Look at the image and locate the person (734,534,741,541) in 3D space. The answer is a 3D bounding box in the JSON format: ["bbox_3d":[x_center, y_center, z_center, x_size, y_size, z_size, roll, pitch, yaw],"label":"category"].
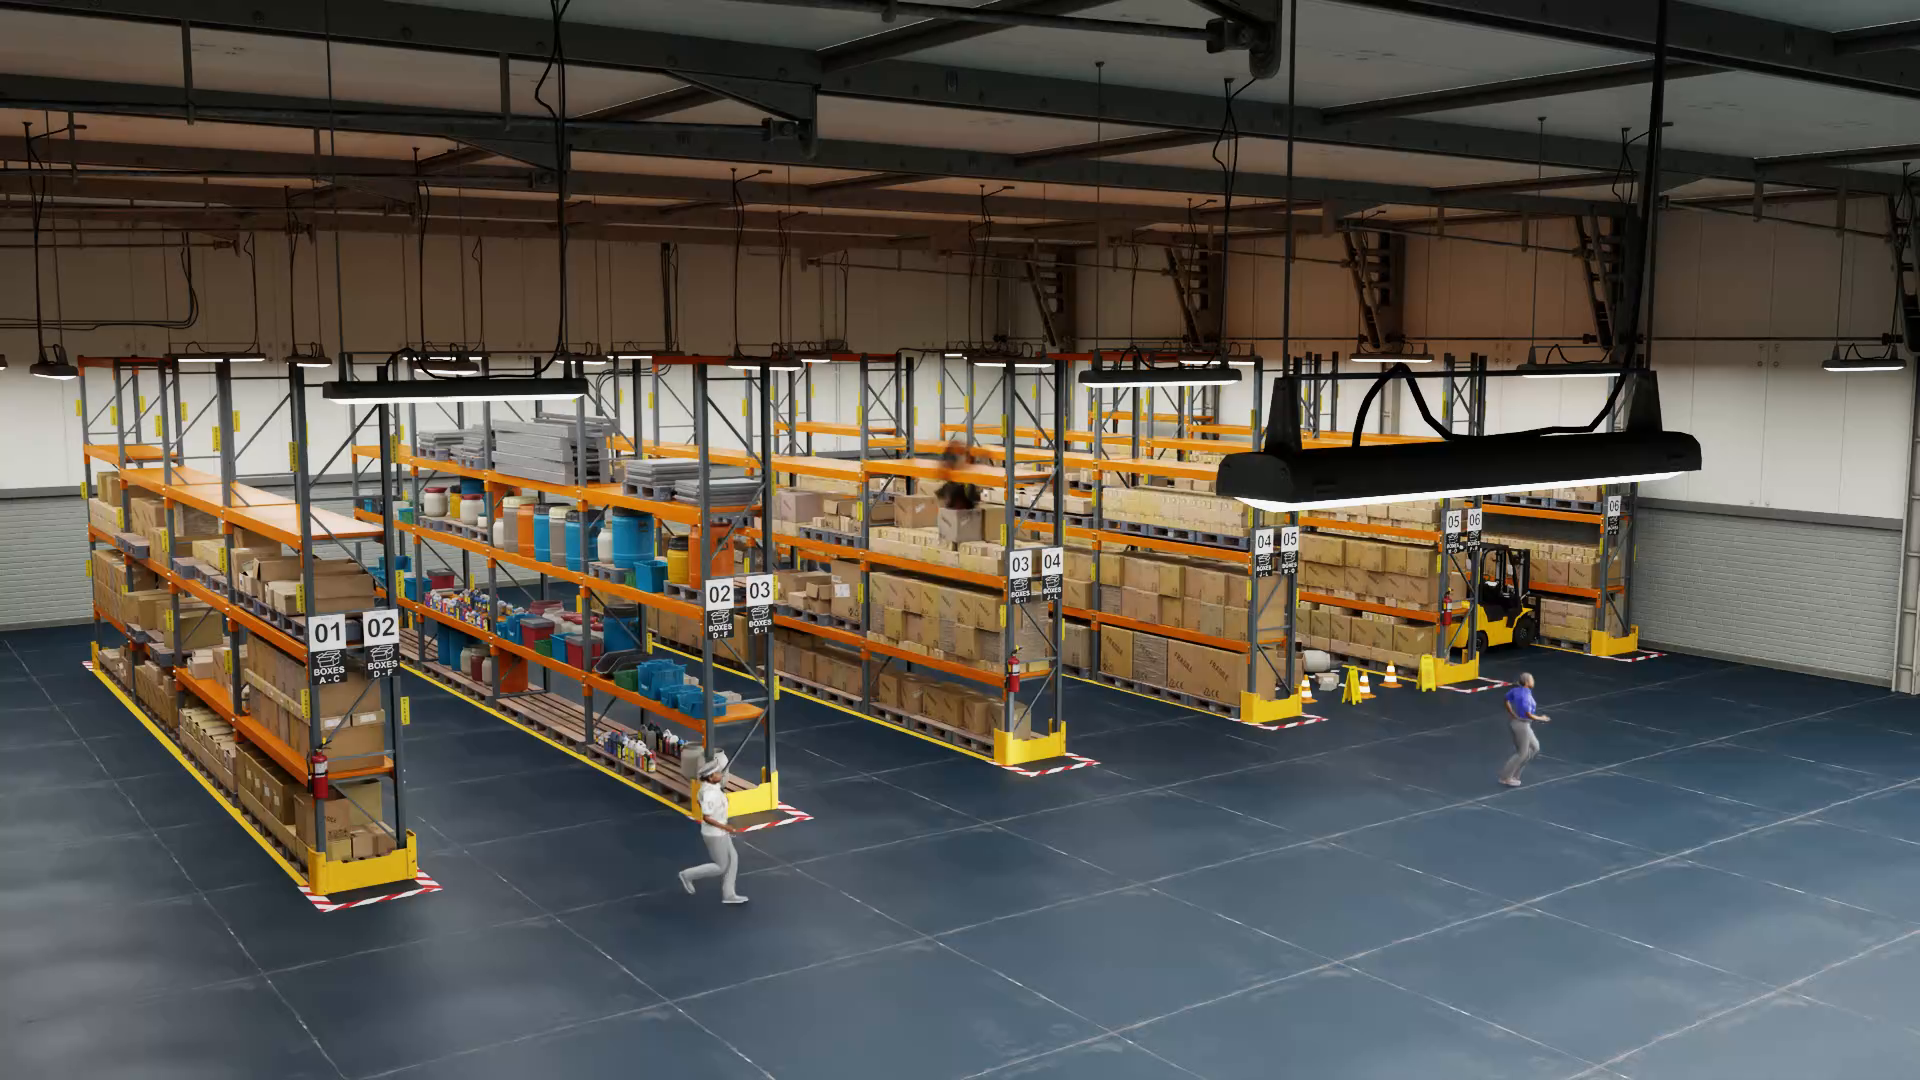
[{"bbox_3d":[-5.437,0.675,39.937,0.695,1.688,0.604,-1,7,-5],"label":"person"}]

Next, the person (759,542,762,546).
[{"bbox_3d":[-4.589,0.857,38.397,0.561,1.640,0.639,-5,9,-36],"label":"person"}]

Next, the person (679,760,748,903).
[{"bbox_3d":[-2.767,3.266,18.619,0.768,1.660,0.593,-1,7,-8],"label":"person"}]

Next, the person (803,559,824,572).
[{"bbox_3d":[-3.786,0.388,42.068,0.901,1.659,0.657,4,8,27],"label":"person"}]

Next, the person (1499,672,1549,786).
[{"bbox_3d":[7.985,2.679,23.532,0.654,1.657,0.593,1,7,6],"label":"person"}]
